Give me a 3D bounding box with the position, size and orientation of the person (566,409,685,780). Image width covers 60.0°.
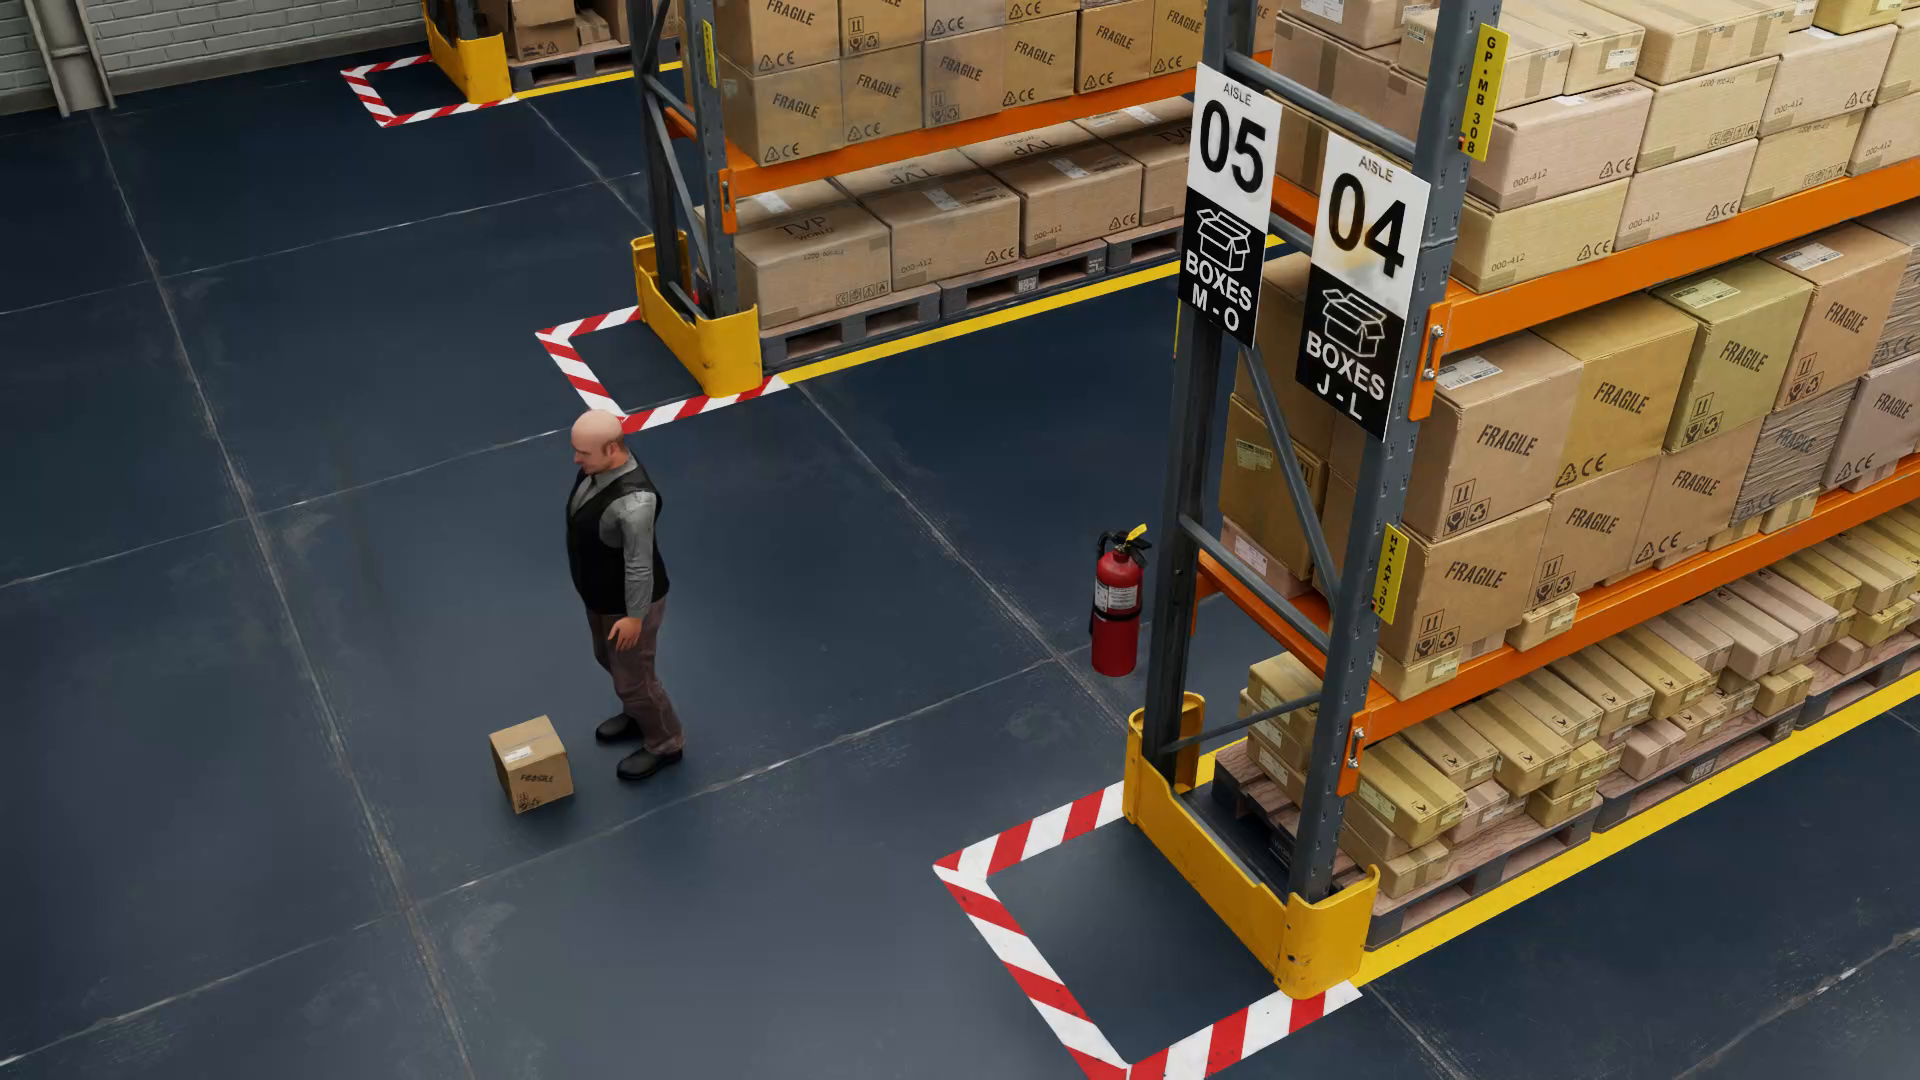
[{"bbox_3d":[-1.352,0.216,6.669,0.357,1.714,0.534,-18,40,-23],"label":"person"}]
